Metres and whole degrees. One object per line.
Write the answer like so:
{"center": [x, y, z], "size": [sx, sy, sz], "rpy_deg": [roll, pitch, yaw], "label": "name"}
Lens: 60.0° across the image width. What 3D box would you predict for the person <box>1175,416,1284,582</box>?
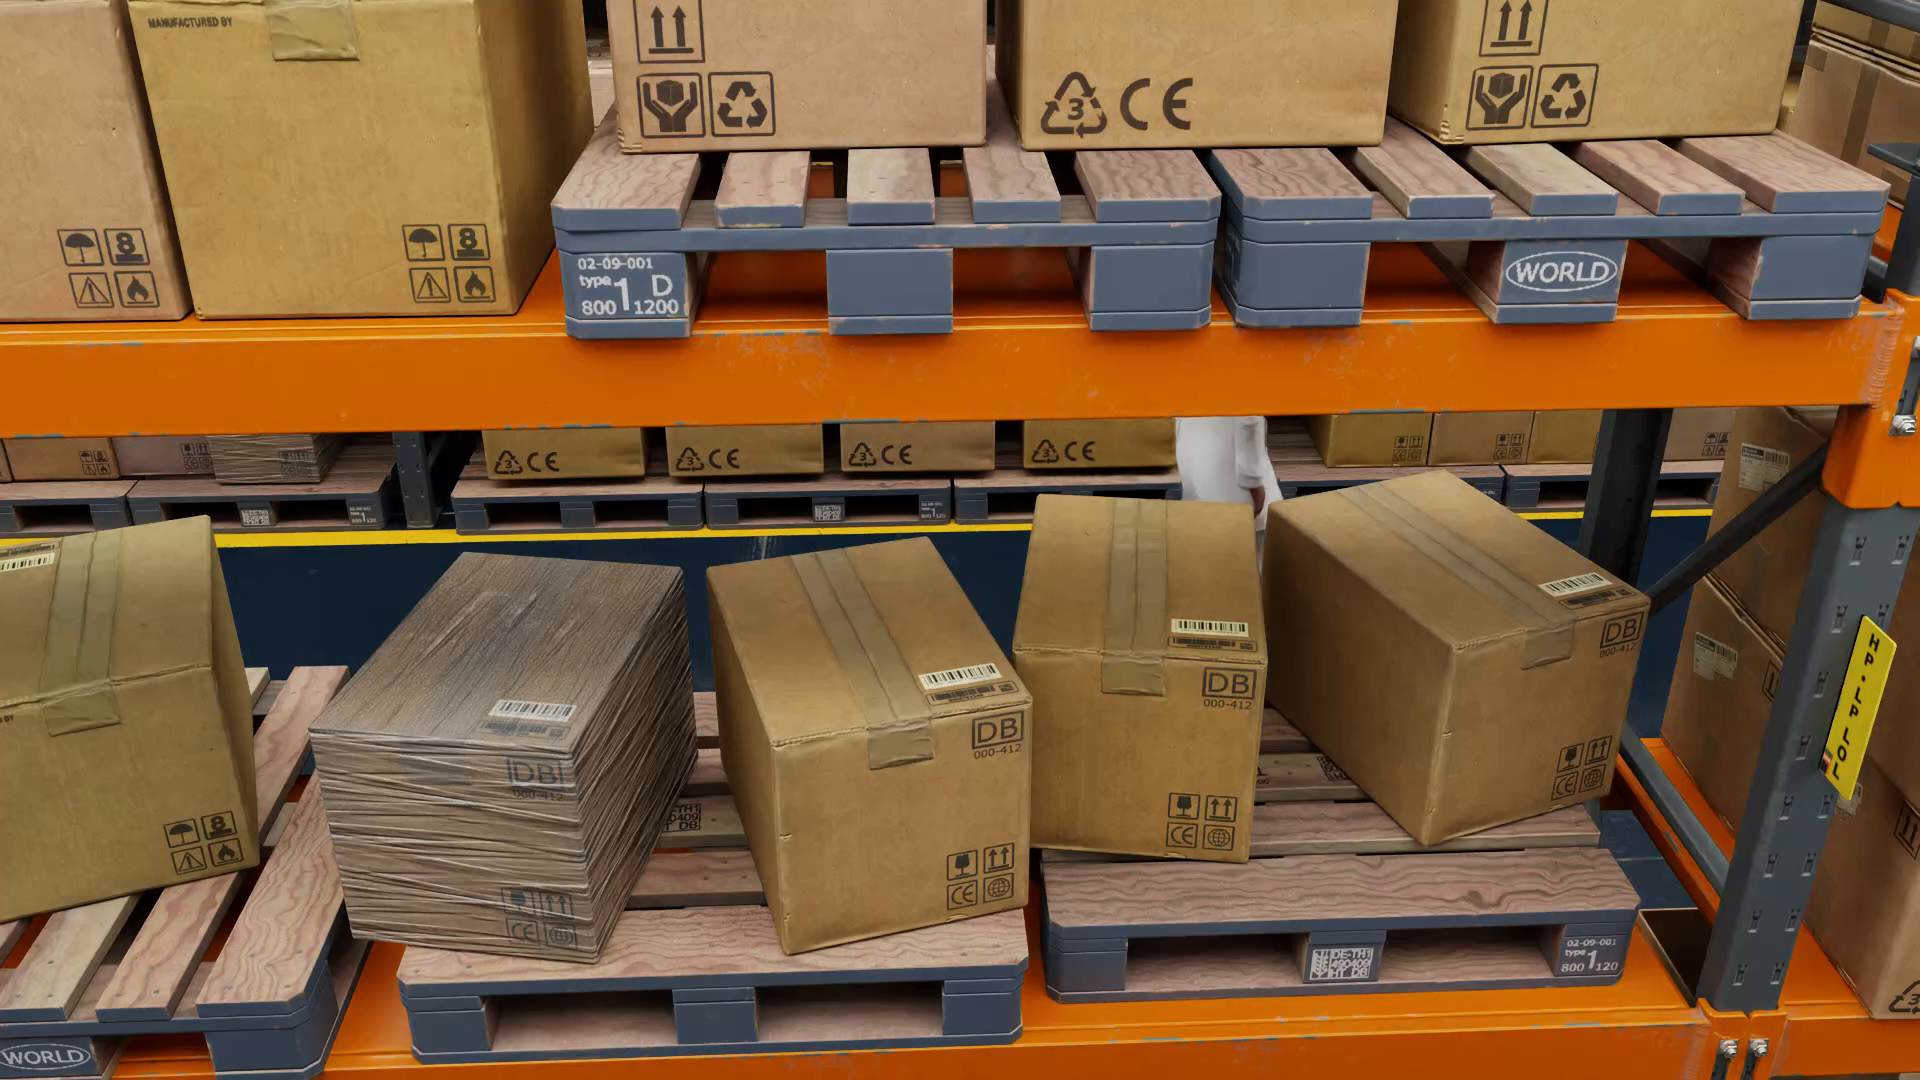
{"center": [1.027, -0.309, 6.698], "size": [0.743, 1.762, 0.645], "rpy_deg": [-13, 30, -24], "label": "person"}
